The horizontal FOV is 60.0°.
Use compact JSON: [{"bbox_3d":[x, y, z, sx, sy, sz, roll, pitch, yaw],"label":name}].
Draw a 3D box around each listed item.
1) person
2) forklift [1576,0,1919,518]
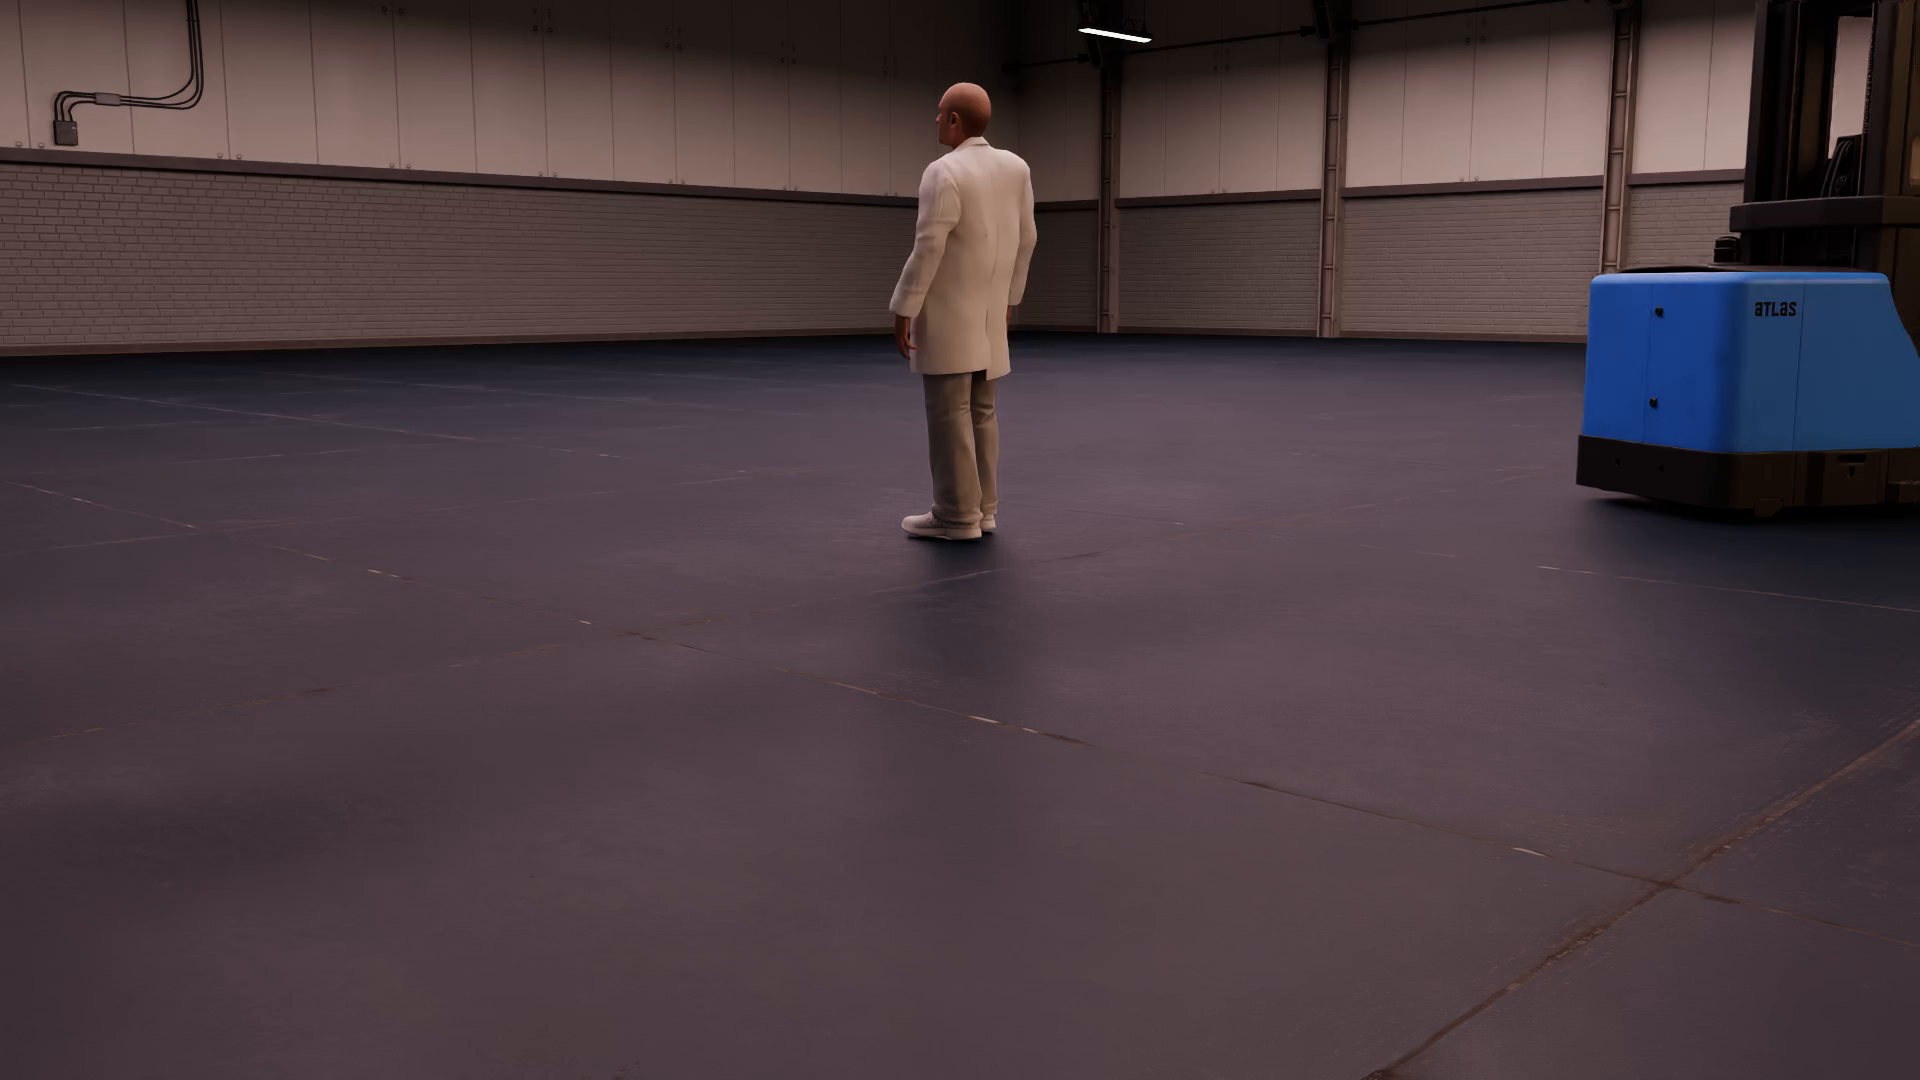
[{"bbox_3d":[-0.062,-0.896,6.649,0.581,1.775,0.696,8,12,43],"label":"person"},{"bbox_3d":[4.548,-1.642,7.776,3.031,2.935,1.130,-2,9,-15],"label":"forklift"}]
